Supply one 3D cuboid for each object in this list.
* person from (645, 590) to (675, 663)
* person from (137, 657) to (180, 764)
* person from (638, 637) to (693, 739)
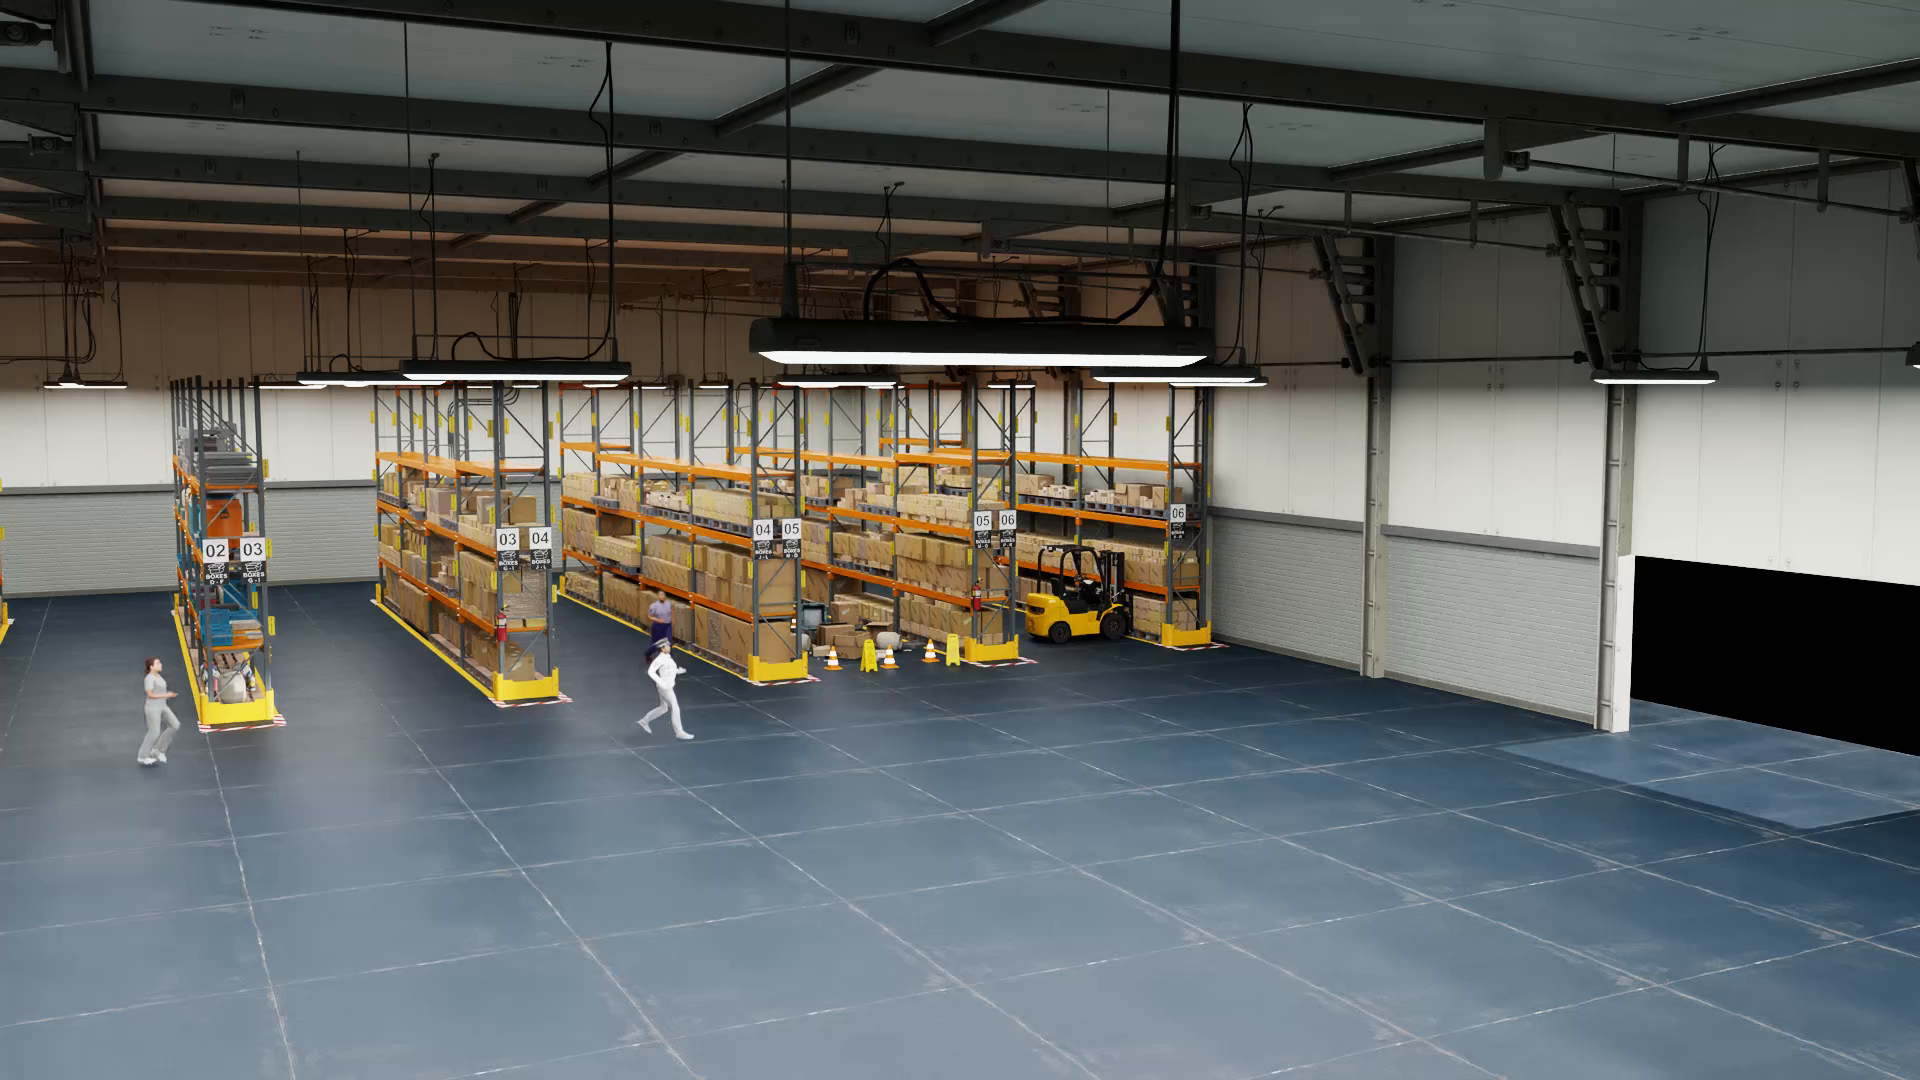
[{"bbox_3d":[-6.189,1.860,34.434,0.615,1.645,0.914,-3,6,-32],"label":"person"},{"bbox_3d":[-12.332,2.615,25.554,0.650,1.669,0.598,0,5,-2],"label":"person"},{"bbox_3d":[-4.862,2.430,27.380,0.933,1.676,0.617,0,5,1],"label":"person"}]
